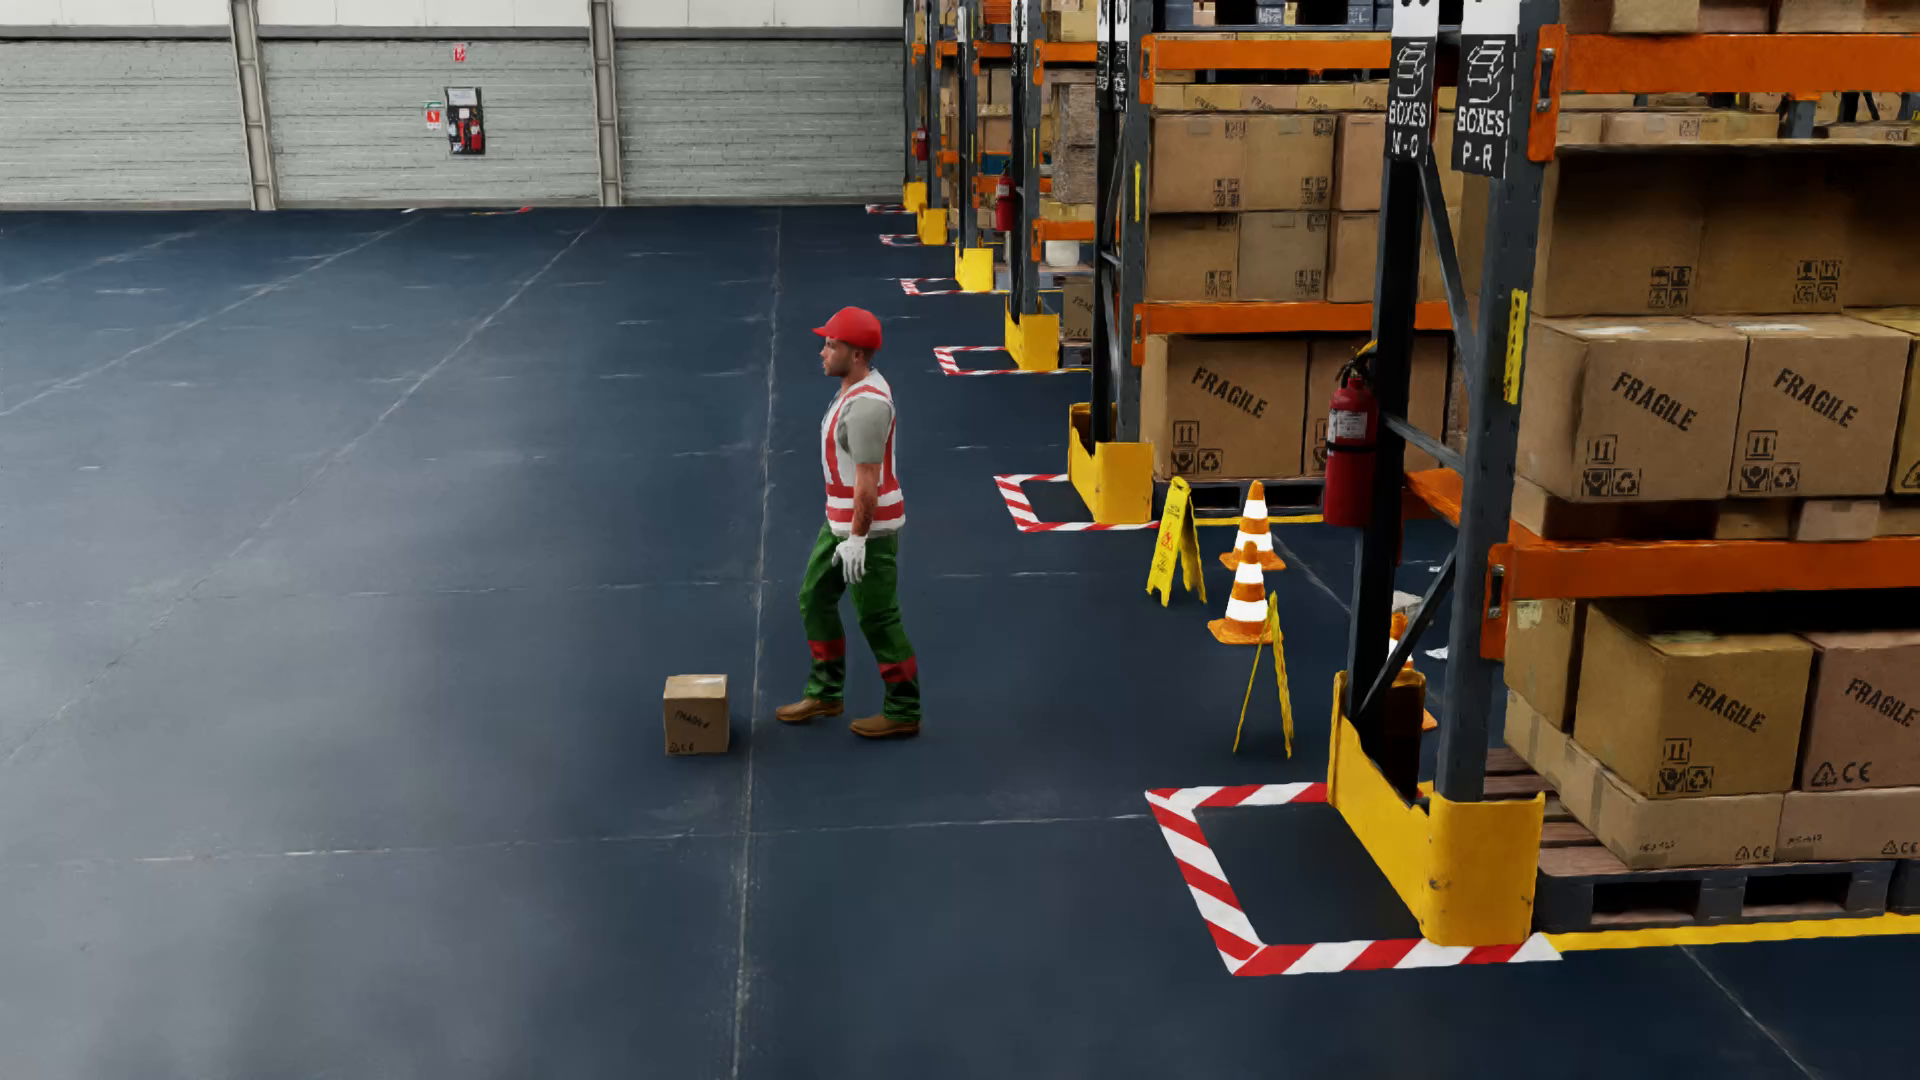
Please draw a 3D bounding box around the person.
[{"bbox_3d":[-0.460,-0.052,6.710,0.604,1.779,0.543,-3,17,-9],"label":"person"}]
